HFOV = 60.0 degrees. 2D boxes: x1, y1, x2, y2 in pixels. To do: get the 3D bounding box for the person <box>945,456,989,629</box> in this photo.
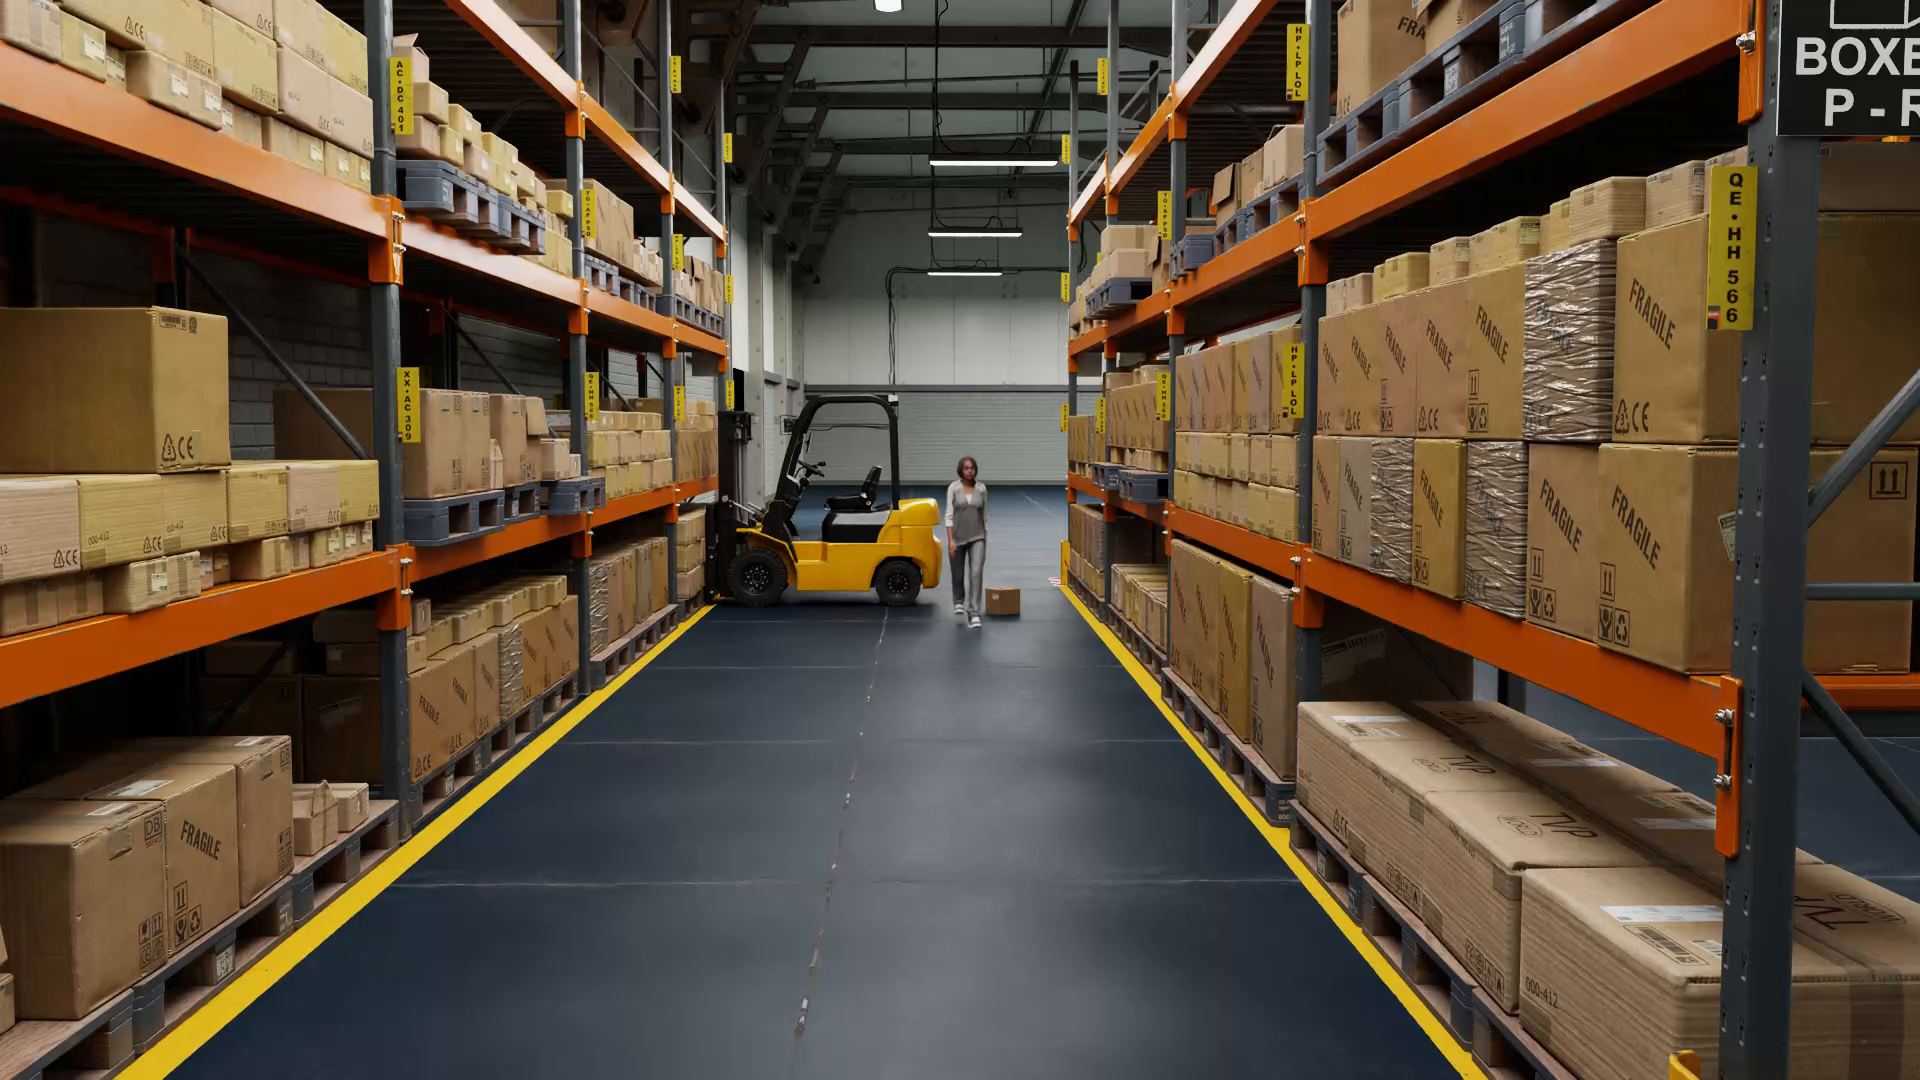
[{"bbox_3d":[0.065,0.003,15.179,0.409,1.546,0.956,0,4,-2],"label":"person"}]
